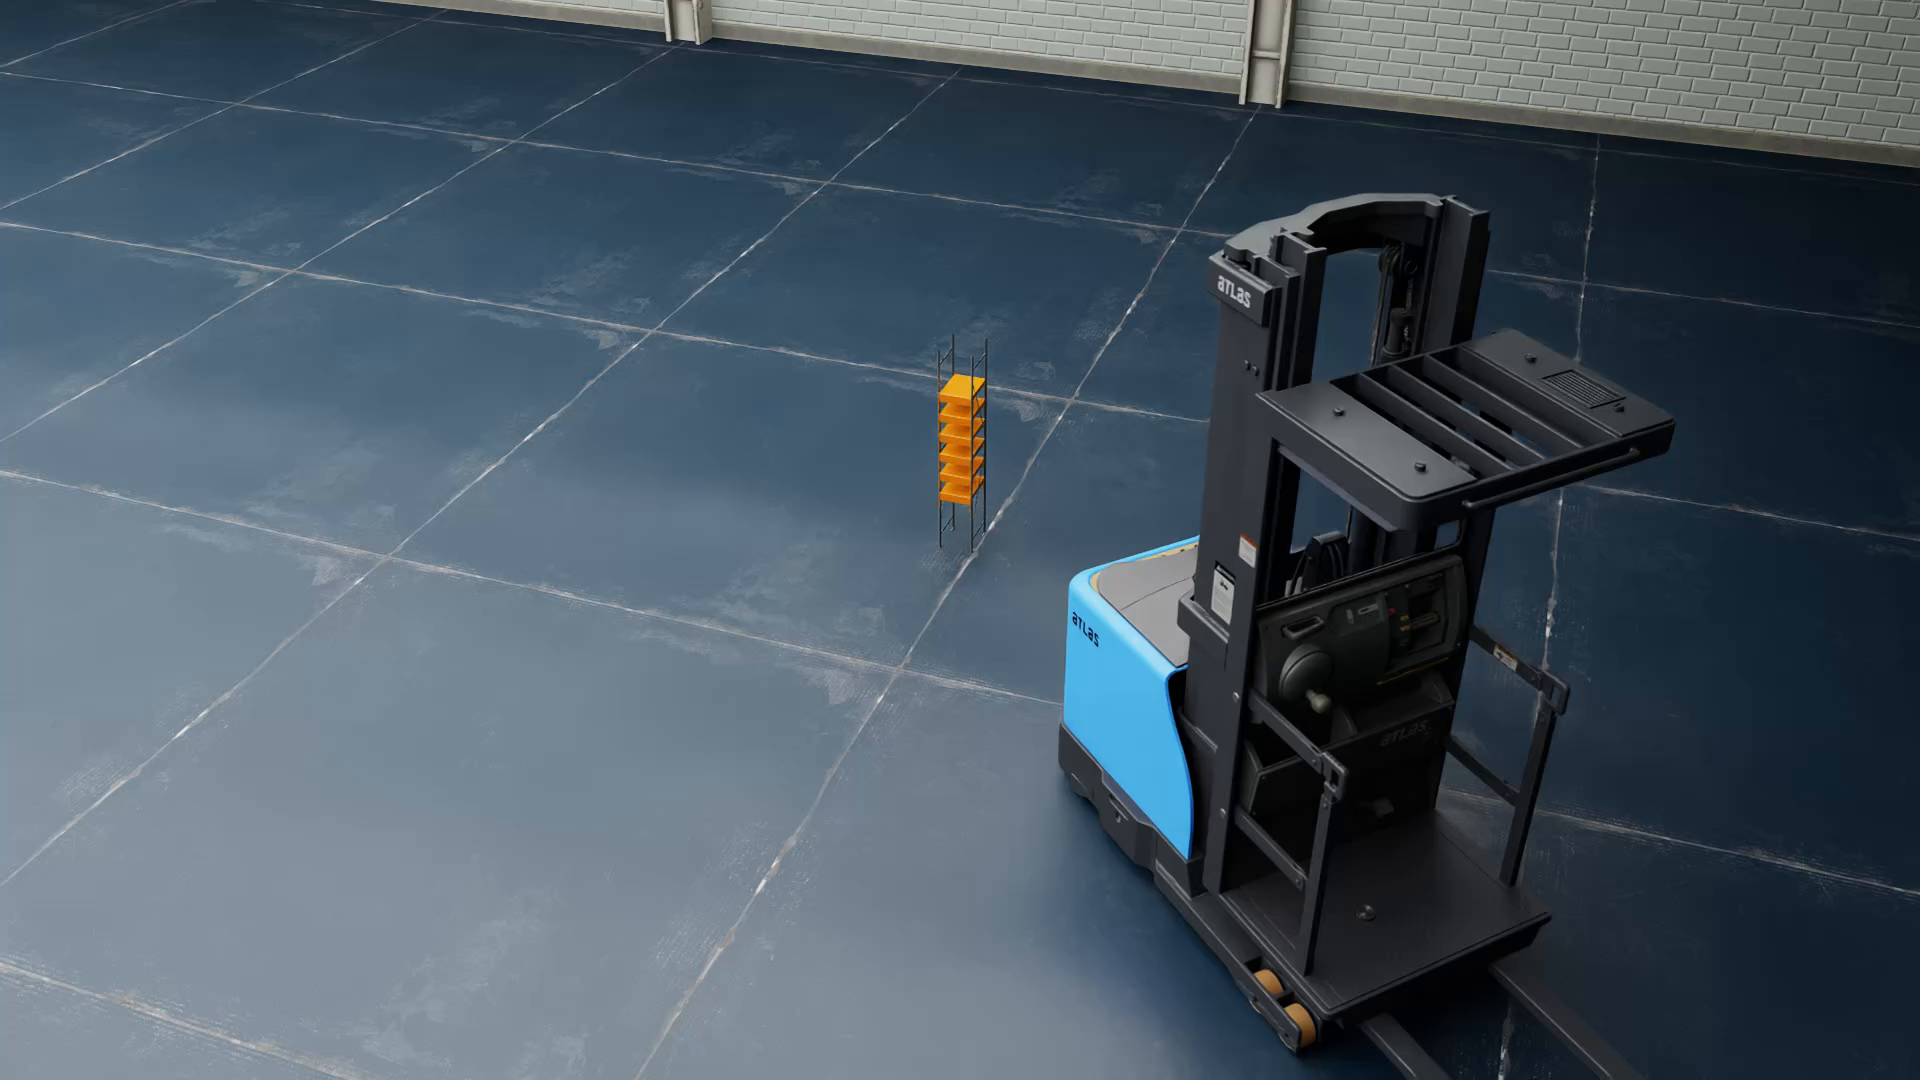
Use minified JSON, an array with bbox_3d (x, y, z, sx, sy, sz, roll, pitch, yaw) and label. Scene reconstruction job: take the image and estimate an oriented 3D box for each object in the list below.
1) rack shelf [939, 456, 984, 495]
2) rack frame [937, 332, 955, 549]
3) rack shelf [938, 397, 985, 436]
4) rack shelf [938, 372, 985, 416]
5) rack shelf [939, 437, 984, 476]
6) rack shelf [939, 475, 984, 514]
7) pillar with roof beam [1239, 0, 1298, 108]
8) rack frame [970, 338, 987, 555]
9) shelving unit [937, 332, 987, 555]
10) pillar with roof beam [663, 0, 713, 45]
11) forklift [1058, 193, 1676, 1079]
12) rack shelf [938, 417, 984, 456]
[{"bbox_3d":[0.014,-0.363,8.978,0.180,0.103,0.258,11,34,16],"label":"rack shelf"},{"bbox_3d":[-0.073,-0.518,8.914,0.006,1.200,0.240,11,34,16],"label":"rack frame"},{"bbox_3d":[0.014,-0.666,8.782,0.180,0.103,0.258,11,34,16],"label":"rack shelf"},{"bbox_3d":[0.014,-0.767,8.717,0.180,0.103,0.258,11,34,16],"label":"rack shelf"},{"bbox_3d":[0.014,-0.464,8.913,0.180,0.103,0.258,11,34,16],"label":"rack shelf"},{"bbox_3d":[0.014,-0.262,9.043,0.180,0.103,0.258,11,34,16],"label":"rack shelf"},{"bbox_3d":[1.389,-5.699,9.749,0.400,9.000,9.100,11,34,16],"label":"pillar with roof beam"},{"bbox_3d":[0.100,-0.485,8.863,0.006,1.200,0.240,11,34,16],"label":"rack frame"},{"bbox_3d":[0.014,-0.501,8.888,0.189,1.200,0.258,11,34,16],"label":"shelving unit"},{"bbox_3d":[-4.259,-6.797,11.450,0.400,9.000,9.100,11,34,16],"label":"pillar with roof beam"},{"bbox_3d":[1.573,0.402,5.893,1.130,2.935,3.031,-16,36,-23],"label":"forklift"},{"bbox_3d":[0.014,-0.565,8.848,0.180,0.103,0.258,11,34,16],"label":"rack shelf"}]
